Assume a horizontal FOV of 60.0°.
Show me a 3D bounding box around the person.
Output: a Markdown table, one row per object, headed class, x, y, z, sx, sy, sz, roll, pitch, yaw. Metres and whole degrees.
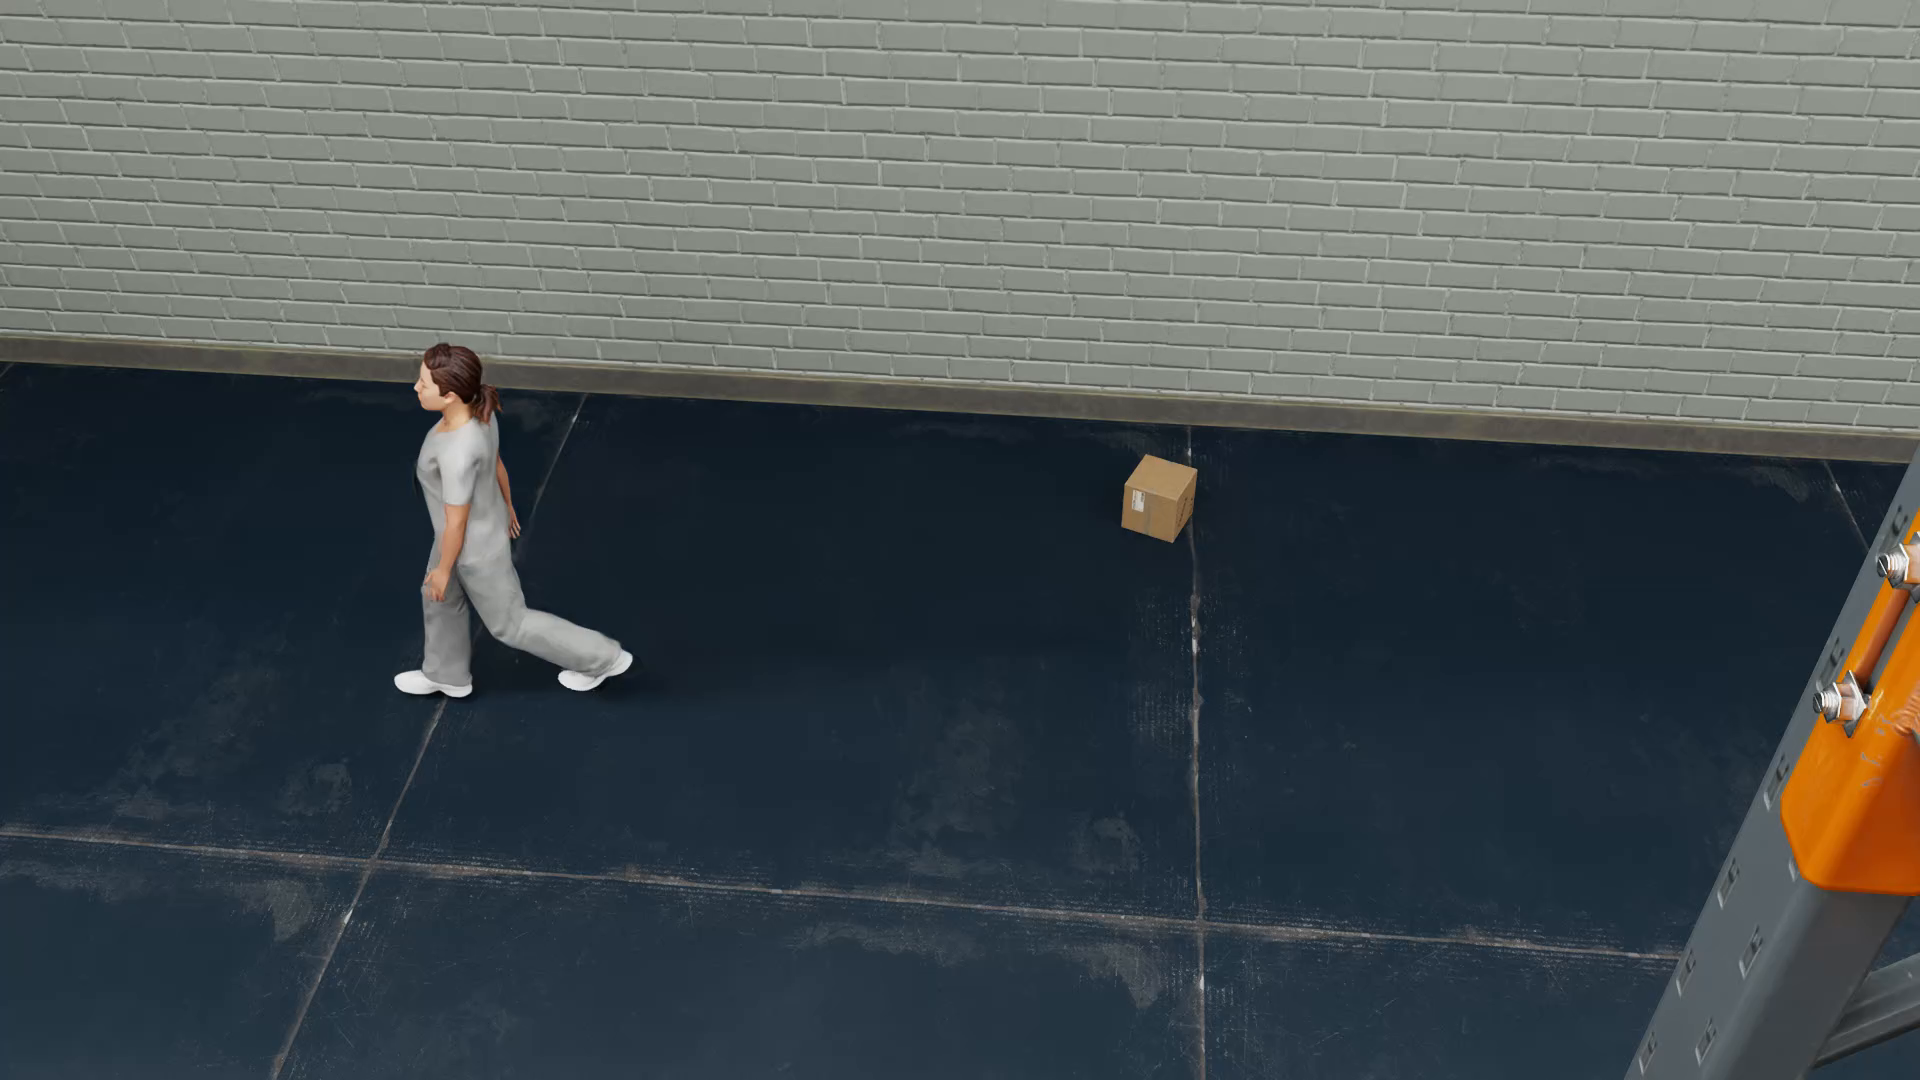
| class | x | y | z | sx | sy | sz | roll | pitch | yaw |
| --- | --- | --- | --- | --- | --- | --- | --- | --- | --- |
| person | -1.780 | -0.007 | 6.164 | 0.962 | 1.628 | 0.455 | -5 | 40 | -6 |
